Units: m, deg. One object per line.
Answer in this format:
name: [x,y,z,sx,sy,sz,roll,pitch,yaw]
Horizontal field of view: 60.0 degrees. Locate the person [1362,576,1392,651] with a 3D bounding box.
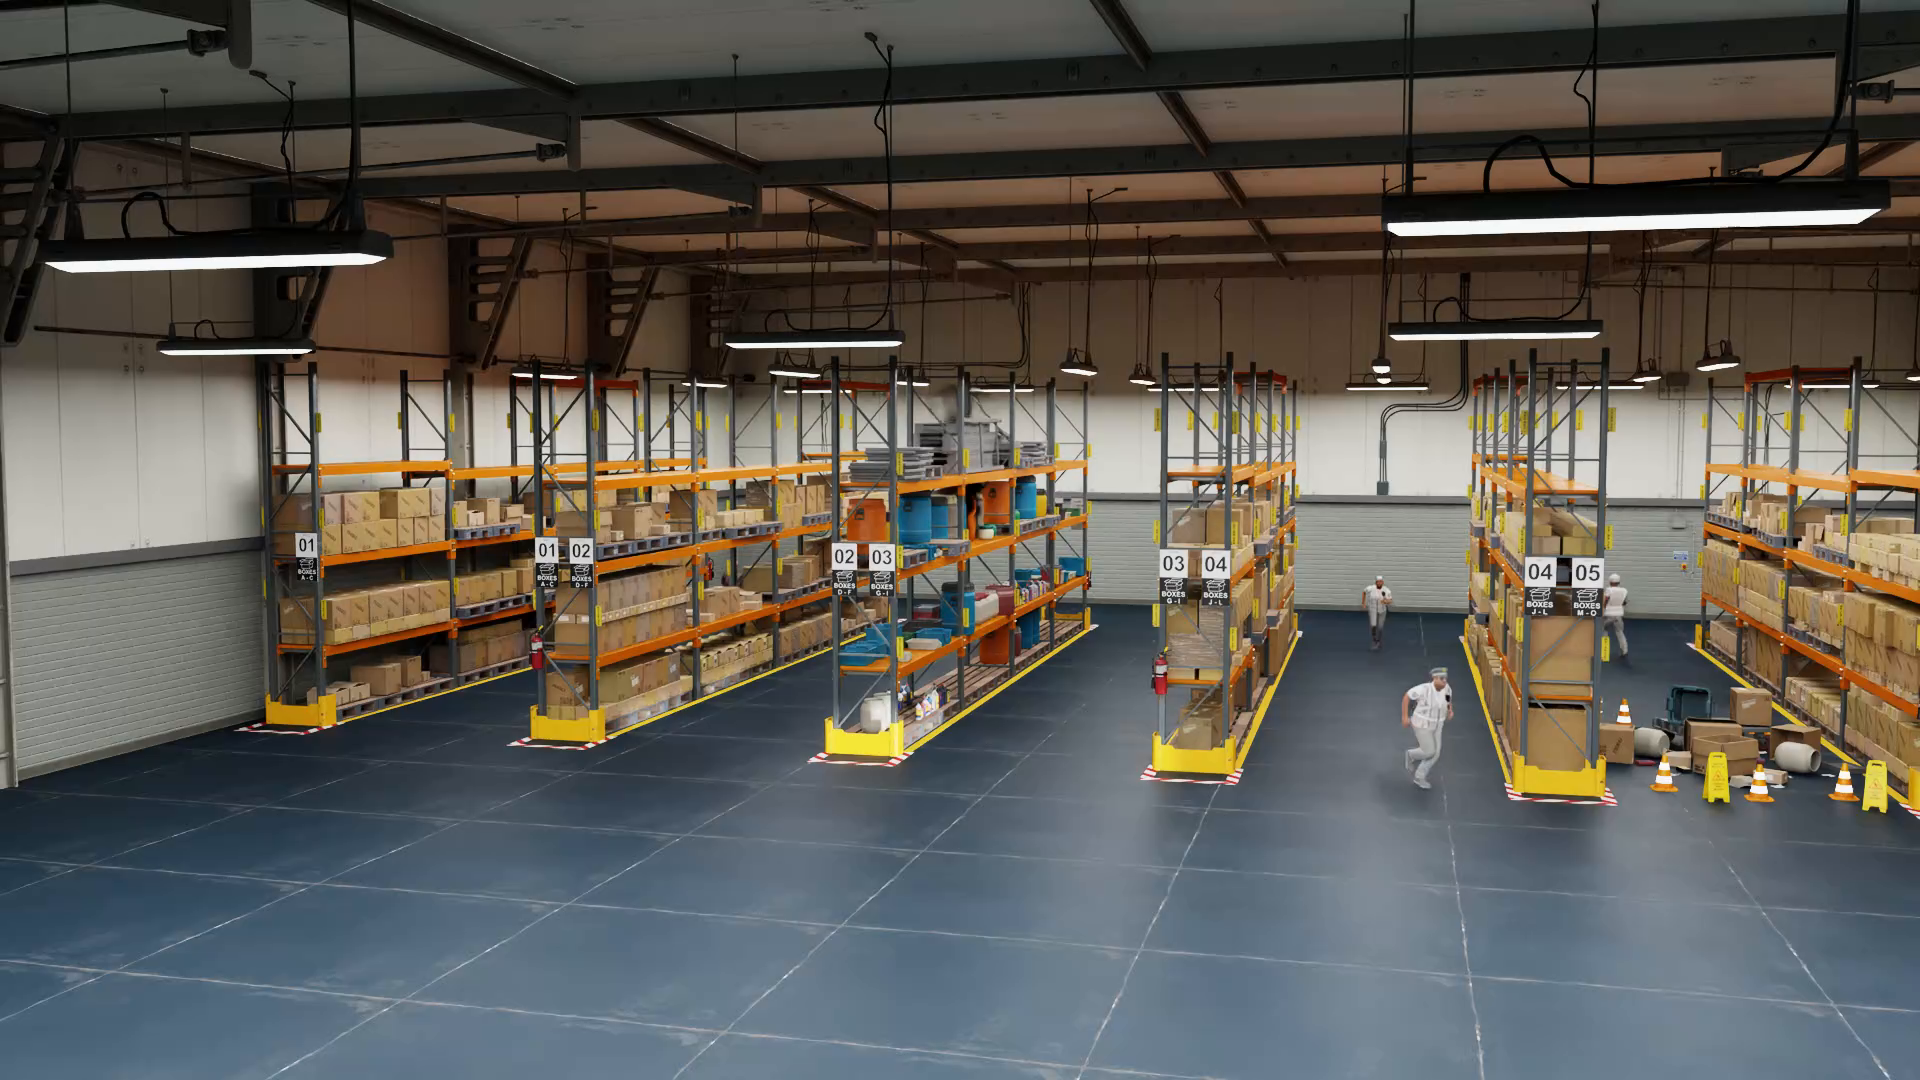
person: [9.179,1.601,36.613,0.624,1.650,0.788,1,4,12]

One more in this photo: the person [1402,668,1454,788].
person: [6.452,2.564,22.826,0.652,1.701,0.749,-2,5,-27]

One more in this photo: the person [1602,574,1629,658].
person: [13.765,1.631,35.038,0.661,1.830,0.877,0,4,-3]

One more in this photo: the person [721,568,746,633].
person: [-5.245,1.418,38.524,0.675,1.775,0.941,1,4,9]
